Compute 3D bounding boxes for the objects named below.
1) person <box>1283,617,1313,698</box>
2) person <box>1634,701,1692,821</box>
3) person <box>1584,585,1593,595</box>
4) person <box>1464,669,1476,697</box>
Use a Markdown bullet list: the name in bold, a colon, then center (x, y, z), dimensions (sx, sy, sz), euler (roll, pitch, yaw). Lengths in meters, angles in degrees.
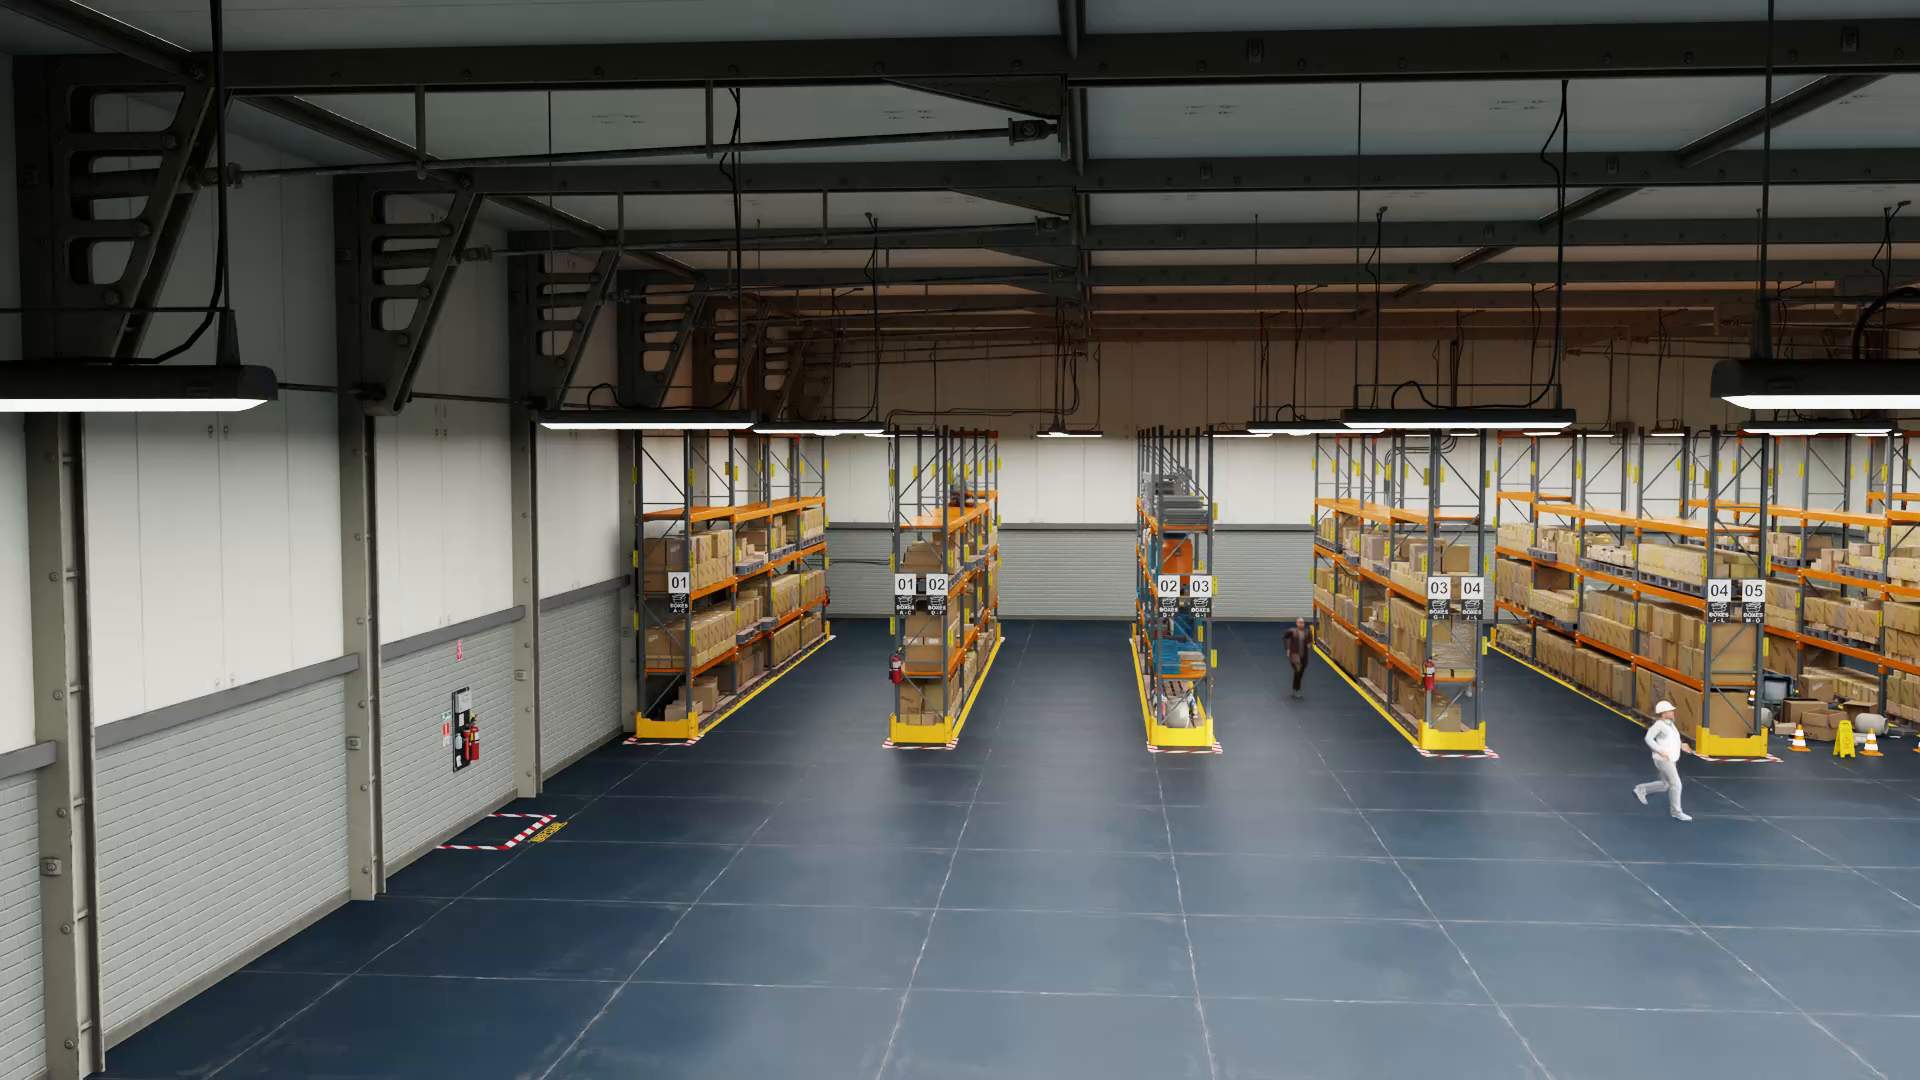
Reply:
- **person**: center (7.570, 2.624, 37.127), dimensions (0.613, 1.815, 0.909), euler (-1, 3, -11)
- **person**: center (10.682, 3.334, 25.269), dimensions (0.880, 1.772, 0.662), euler (3, 4, 38)
- **person**: center (17.028, 2.135, 45.050), dimensions (0.669, 1.828, 0.766), euler (-1, 3, -11)
- **person**: center (11.451, 2.656, 37.417), dimensions (0.646, 1.679, 0.710), euler (0, 3, 2)
